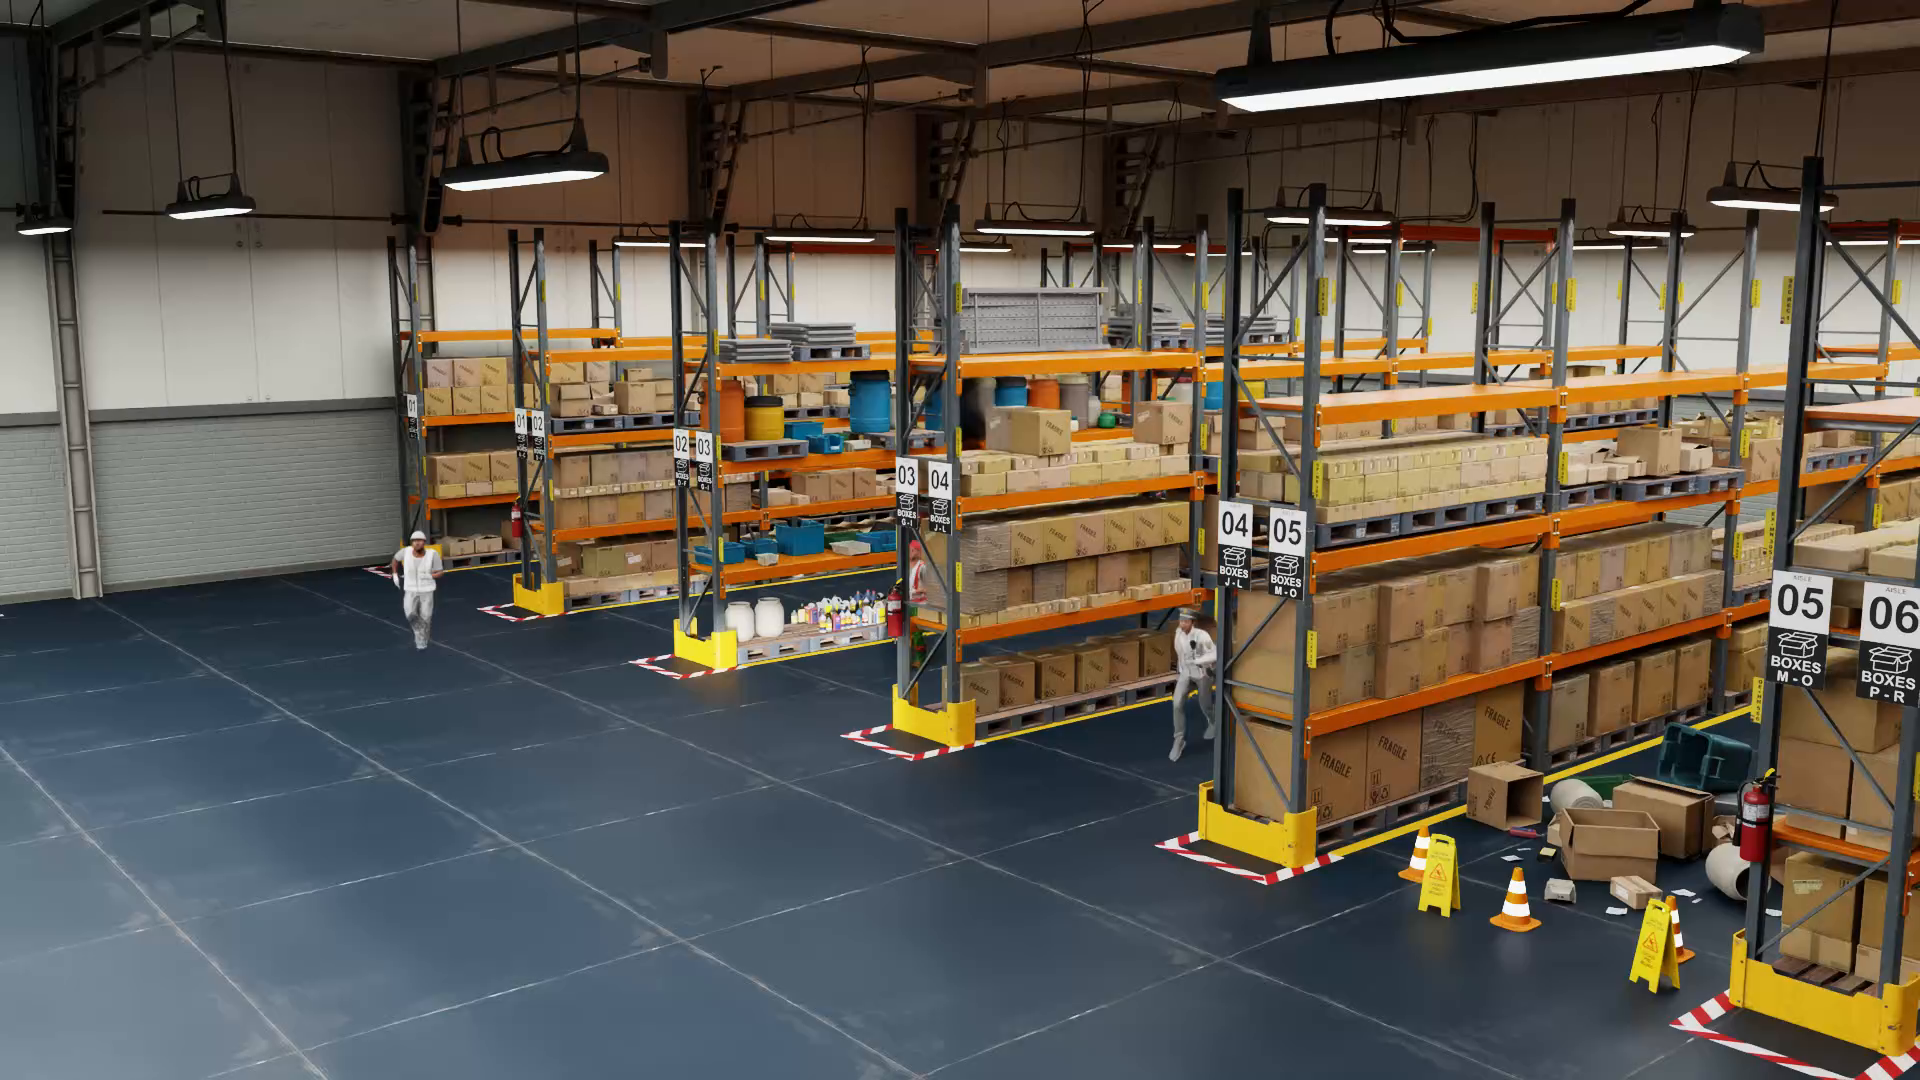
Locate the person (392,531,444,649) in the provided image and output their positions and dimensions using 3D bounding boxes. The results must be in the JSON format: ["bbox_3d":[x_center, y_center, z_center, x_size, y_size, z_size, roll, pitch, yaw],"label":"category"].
[{"bbox_3d":[-7.607,0.721,23.324,0.729,1.724,0.741,-1,9,-9],"label":"person"}]

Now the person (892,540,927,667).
[{"bbox_3d":[-0.673,0.873,22.234,0.647,1.753,0.665,4,10,25],"label":"person"}]

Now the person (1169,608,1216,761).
[{"bbox_3d":[2.627,1.539,18.426,0.614,1.695,0.981,6,11,34],"label":"person"}]
